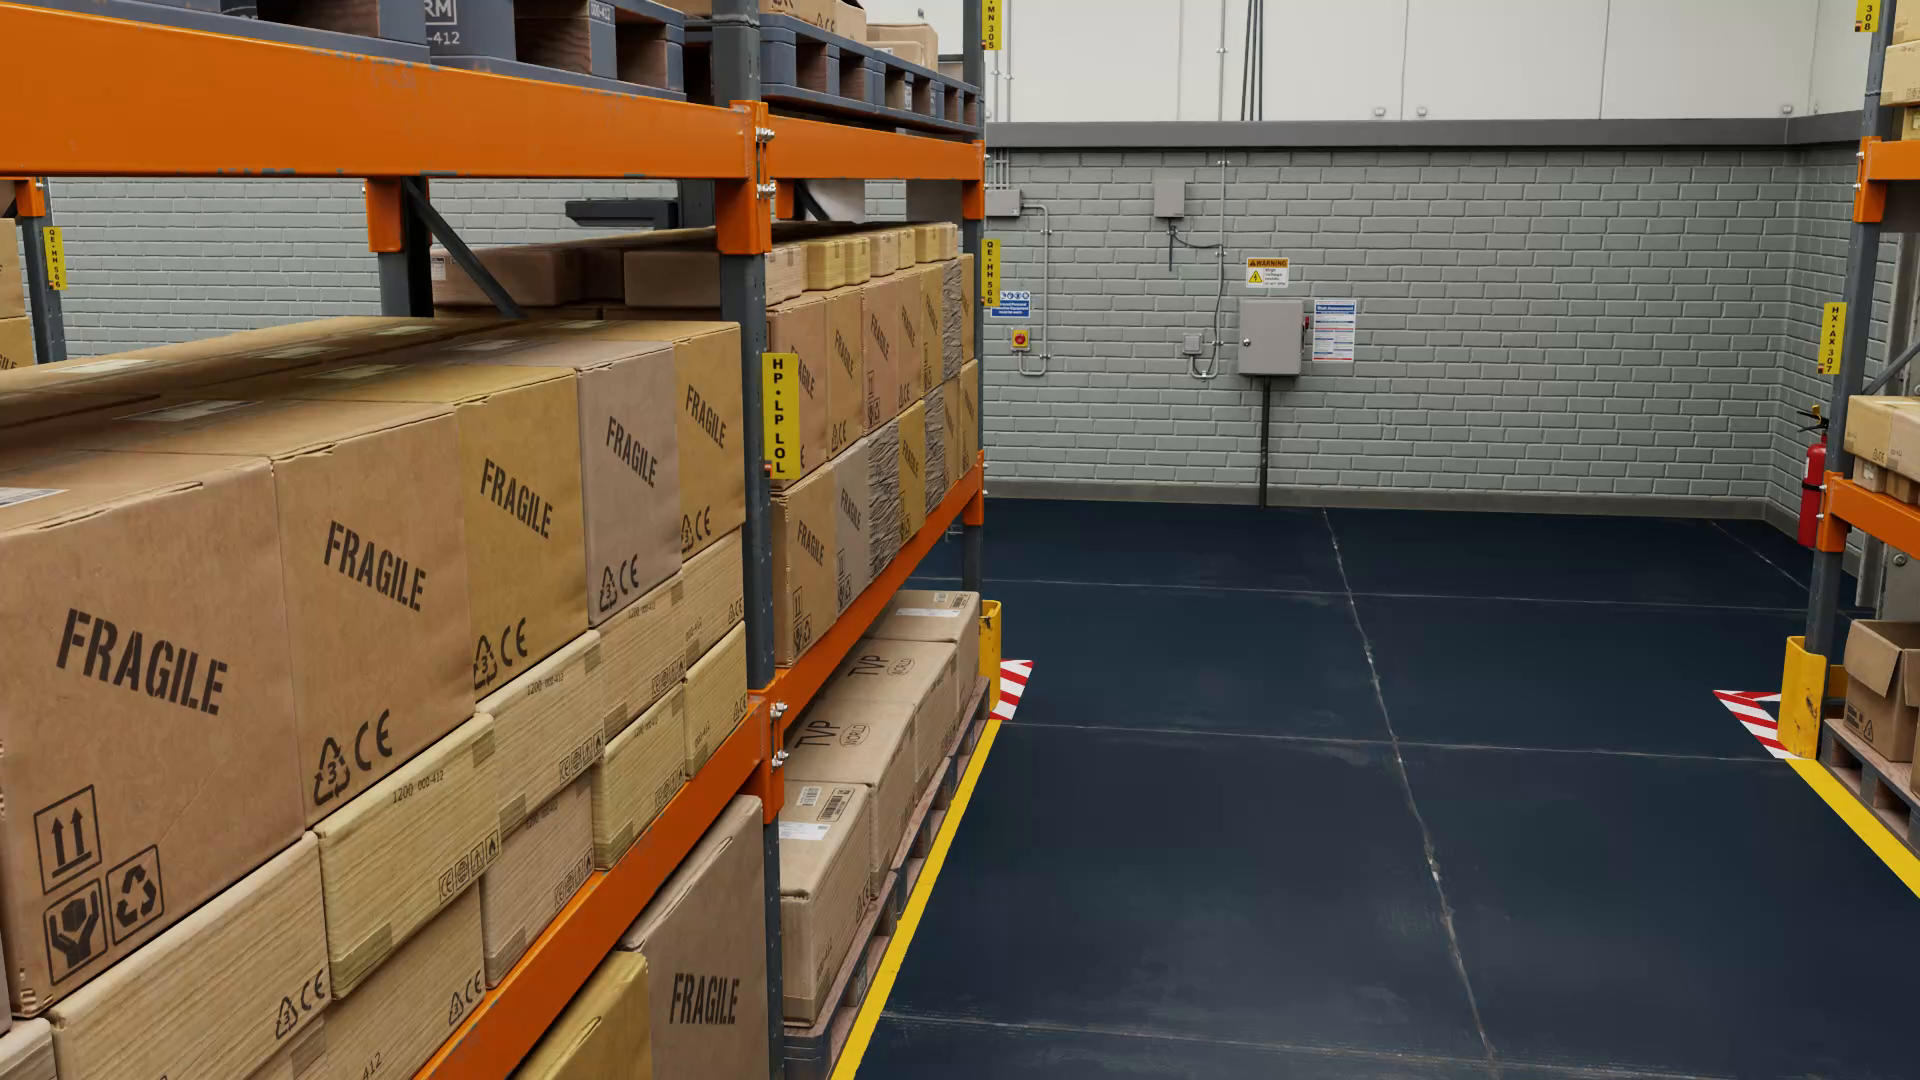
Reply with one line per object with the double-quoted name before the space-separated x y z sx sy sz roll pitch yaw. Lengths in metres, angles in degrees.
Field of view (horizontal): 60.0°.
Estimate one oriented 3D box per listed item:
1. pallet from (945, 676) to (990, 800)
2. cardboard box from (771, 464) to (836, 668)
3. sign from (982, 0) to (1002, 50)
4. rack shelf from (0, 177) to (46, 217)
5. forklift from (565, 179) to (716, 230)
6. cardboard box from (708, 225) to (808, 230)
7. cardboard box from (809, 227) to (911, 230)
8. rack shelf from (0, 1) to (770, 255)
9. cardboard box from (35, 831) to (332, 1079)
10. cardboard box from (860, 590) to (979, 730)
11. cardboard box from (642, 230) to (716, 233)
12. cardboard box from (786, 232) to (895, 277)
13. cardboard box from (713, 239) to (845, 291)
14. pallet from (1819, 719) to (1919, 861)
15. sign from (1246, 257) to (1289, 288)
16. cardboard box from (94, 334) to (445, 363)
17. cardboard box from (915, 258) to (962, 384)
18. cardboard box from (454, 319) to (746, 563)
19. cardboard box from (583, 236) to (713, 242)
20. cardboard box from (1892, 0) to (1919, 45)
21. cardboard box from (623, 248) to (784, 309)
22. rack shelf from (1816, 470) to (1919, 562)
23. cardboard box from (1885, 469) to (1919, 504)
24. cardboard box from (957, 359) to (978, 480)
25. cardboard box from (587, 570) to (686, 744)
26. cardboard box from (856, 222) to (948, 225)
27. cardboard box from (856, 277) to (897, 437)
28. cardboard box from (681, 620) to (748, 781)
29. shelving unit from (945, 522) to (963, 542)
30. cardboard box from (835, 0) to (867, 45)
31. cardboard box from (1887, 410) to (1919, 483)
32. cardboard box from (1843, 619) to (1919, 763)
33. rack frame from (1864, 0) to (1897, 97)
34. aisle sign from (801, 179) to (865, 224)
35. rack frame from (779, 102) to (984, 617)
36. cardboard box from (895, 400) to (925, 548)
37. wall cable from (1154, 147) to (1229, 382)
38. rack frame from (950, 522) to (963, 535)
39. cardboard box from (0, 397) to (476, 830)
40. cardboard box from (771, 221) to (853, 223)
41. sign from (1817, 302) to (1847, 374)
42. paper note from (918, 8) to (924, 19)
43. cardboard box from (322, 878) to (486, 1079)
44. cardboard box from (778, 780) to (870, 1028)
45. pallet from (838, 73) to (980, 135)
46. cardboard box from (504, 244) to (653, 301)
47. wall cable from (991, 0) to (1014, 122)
"pallet" -0.433 0.893 7.849 1.003 0.211 1.213 2 12 9
"cardboard box" -0.671 0.055 4.879 0.500 0.500 0.500 2 12 11
"sign" 0.147 -2.479 7.844 0.100 0.325 0.005 2 12 9
"rack shelf" -5.601 -1.477 6.814 1.077 0.370 4.000 2 12 9
"forklift" -2.286 -1.496 12.478 3.031 2.935 1.130 2 12 8
"cardboard box" -0.861 -1.266 7.099 0.380 0.149 0.250 1 12 7
"cardboard box" -0.406 -1.199 6.789 0.380 0.149 0.250 2 12 8
"rack shelf" -1.310 -0.505 2.304 1.077 0.370 4.000 2 12 9
"cardboard box" -1.126 0.547 2.006 0.500 0.250 0.500 2 12 8
"cardboard box" -0.390 0.549 7.913 0.875 0.438 0.875 1 12 7
"cardboard box" -0.995 -1.108 6.362 0.380 0.149 0.250 2 12 7
"cardboard box" -0.444 -1.035 6.026 0.380 0.149 0.250 2 12 9
"cardboard box" -0.577 -0.877 5.292 0.380 0.149 0.250 2 12 8
"pallet" 4.385 1.066 7.047 1.003 0.211 1.213 2 12 9
"sign" 2.488 -2.164 13.454 0.339 0.242 0.001 2 12 9
"cardboard box" -1.405 -0.155 3.483 0.500 0.500 0.500 2 12 8
"cardboard box" -0.277 -0.959 7.213 0.500 0.500 0.500 2 12 9
"cardboard box" -0.823 -0.243 3.891 0.500 0.500 0.500 2 12 10
"cardboard box" -1.049 -0.945 5.609 0.380 0.149 0.250 2 12 8
"cardboard box" 4.202 -2.178 6.822 0.500 0.250 0.500 2 12 8
"cardboard box" -0.697 -0.719 4.557 0.380 0.149 0.250 2 12 8
"rack shelf" 4.211 0.289 5.741 1.077 0.370 4.000 2 12 9
"cardboard box" 4.203 -0.242 7.094 0.380 0.149 0.250 2 12 10
"cardboard box" -0.200 -0.579 7.823 0.500 0.500 0.500 2 12 9
"cardboard box" -0.899 0.226 3.493 0.500 0.250 0.500 2 12 10
"cardboard box" -0.260 -1.359 7.530 0.380 0.149 0.250 2 12 10
"cardboard box" -0.516 -0.647 5.764 0.500 0.500 0.500 2 12 10
"cardboard box" -0.822 0.368 4.020 0.500 0.250 0.500 2 12 7
"shelving unit" 0.008 -0.524 12.434 0.215 1.050 0.252 2 12 9
"cardboard box" -0.667 -2.006 6.540 0.500 0.311 0.500 2 12 10
"cardboard box" 4.105 -0.361 6.697 0.500 0.250 0.500 2 12 9
"cardboard box" 4.331 0.660 7.239 0.797 0.503 0.637 1 12 6
"rack frame" 4.518 -3.412 6.965 1.000 3.000 0.127 2 12 9
"aisle sign" -0.662 -1.934 8.179 0.394 0.787 0.004 2 12 9
"rack frame" -0.387 -0.639 8.339 1.000 3.000 0.127 2 12 9
"cardboard box" -0.428 -0.260 6.342 0.500 0.500 0.500 2 12 10
"wall cable" 1.860 -2.267 13.481 0.588 1.984 0.122 2 12 9
"rack frame" 0.027 -0.550 12.552 0.200 1.050 0.008 2 12 9
"cardboard box" -1.057 0.078 2.401 0.500 0.500 0.500 2 12 10
"cardboard box" -0.715 -1.429 7.854 0.380 0.149 0.250 2 12 10
"sign" 3.982 -0.920 7.587 0.100 0.325 0.005 2 12 9
"paper note" -0.135 -1.857 5.862 0.006 0.032 0.123 2 12 9
"cardboard box" -1.073 0.686 2.544 0.500 0.250 0.500 2 12 9
"cardboard box" -0.800 1.113 5.292 0.875 0.438 0.875 2 12 8
"pallet" -0.491 -1.907 7.315 1.003 0.211 1.213 2 12 9
"cardboard box" -1.121 -0.787 4.875 0.380 0.149 0.250 2 12 10
"wall cable" 0.209 -4.765 13.244 0.463 3.000 0.029 2 12 9
